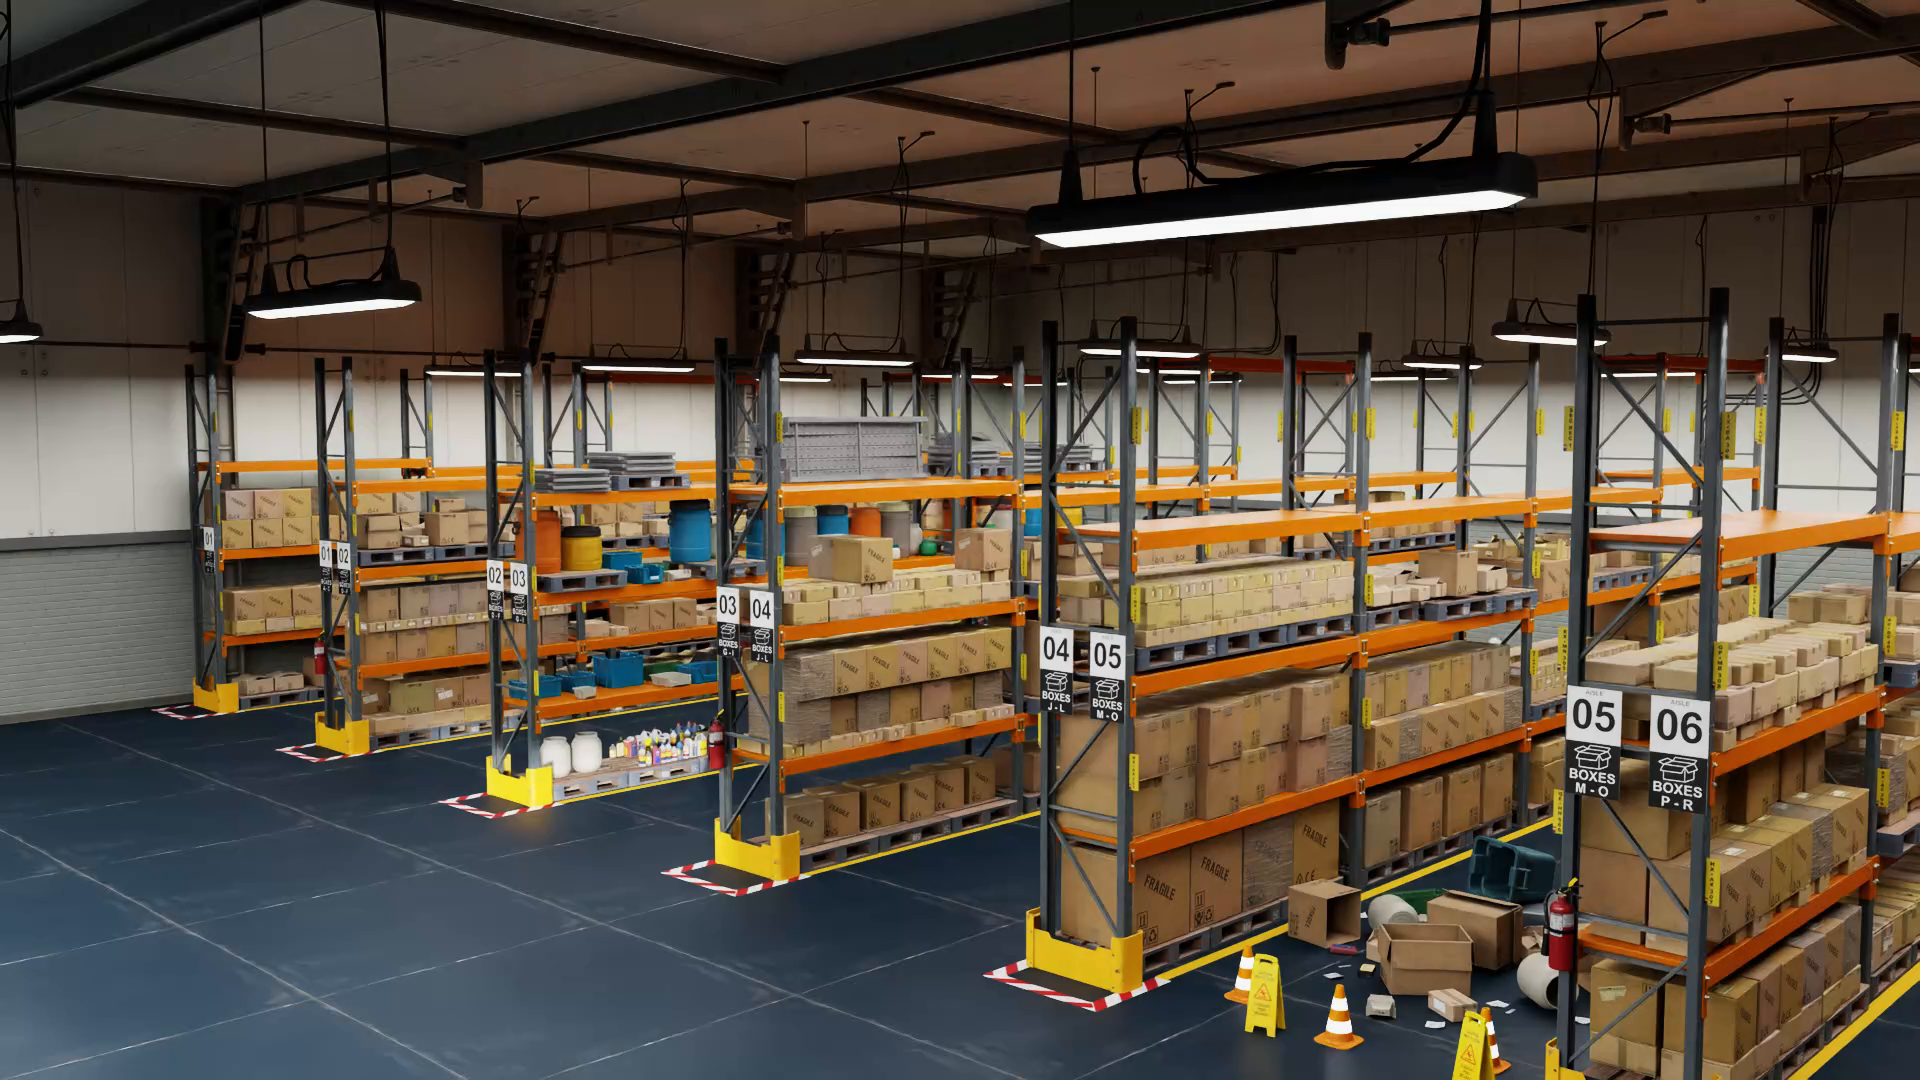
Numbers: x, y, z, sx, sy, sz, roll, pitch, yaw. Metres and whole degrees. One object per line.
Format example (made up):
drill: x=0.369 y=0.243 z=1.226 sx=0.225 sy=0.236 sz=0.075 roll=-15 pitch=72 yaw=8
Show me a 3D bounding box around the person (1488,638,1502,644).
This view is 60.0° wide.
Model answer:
person: x=8.070 y=2.324 z=25.288 sx=1.069 sy=1.682 sz=0.662 roll=-4 pitch=6 yaw=-43
